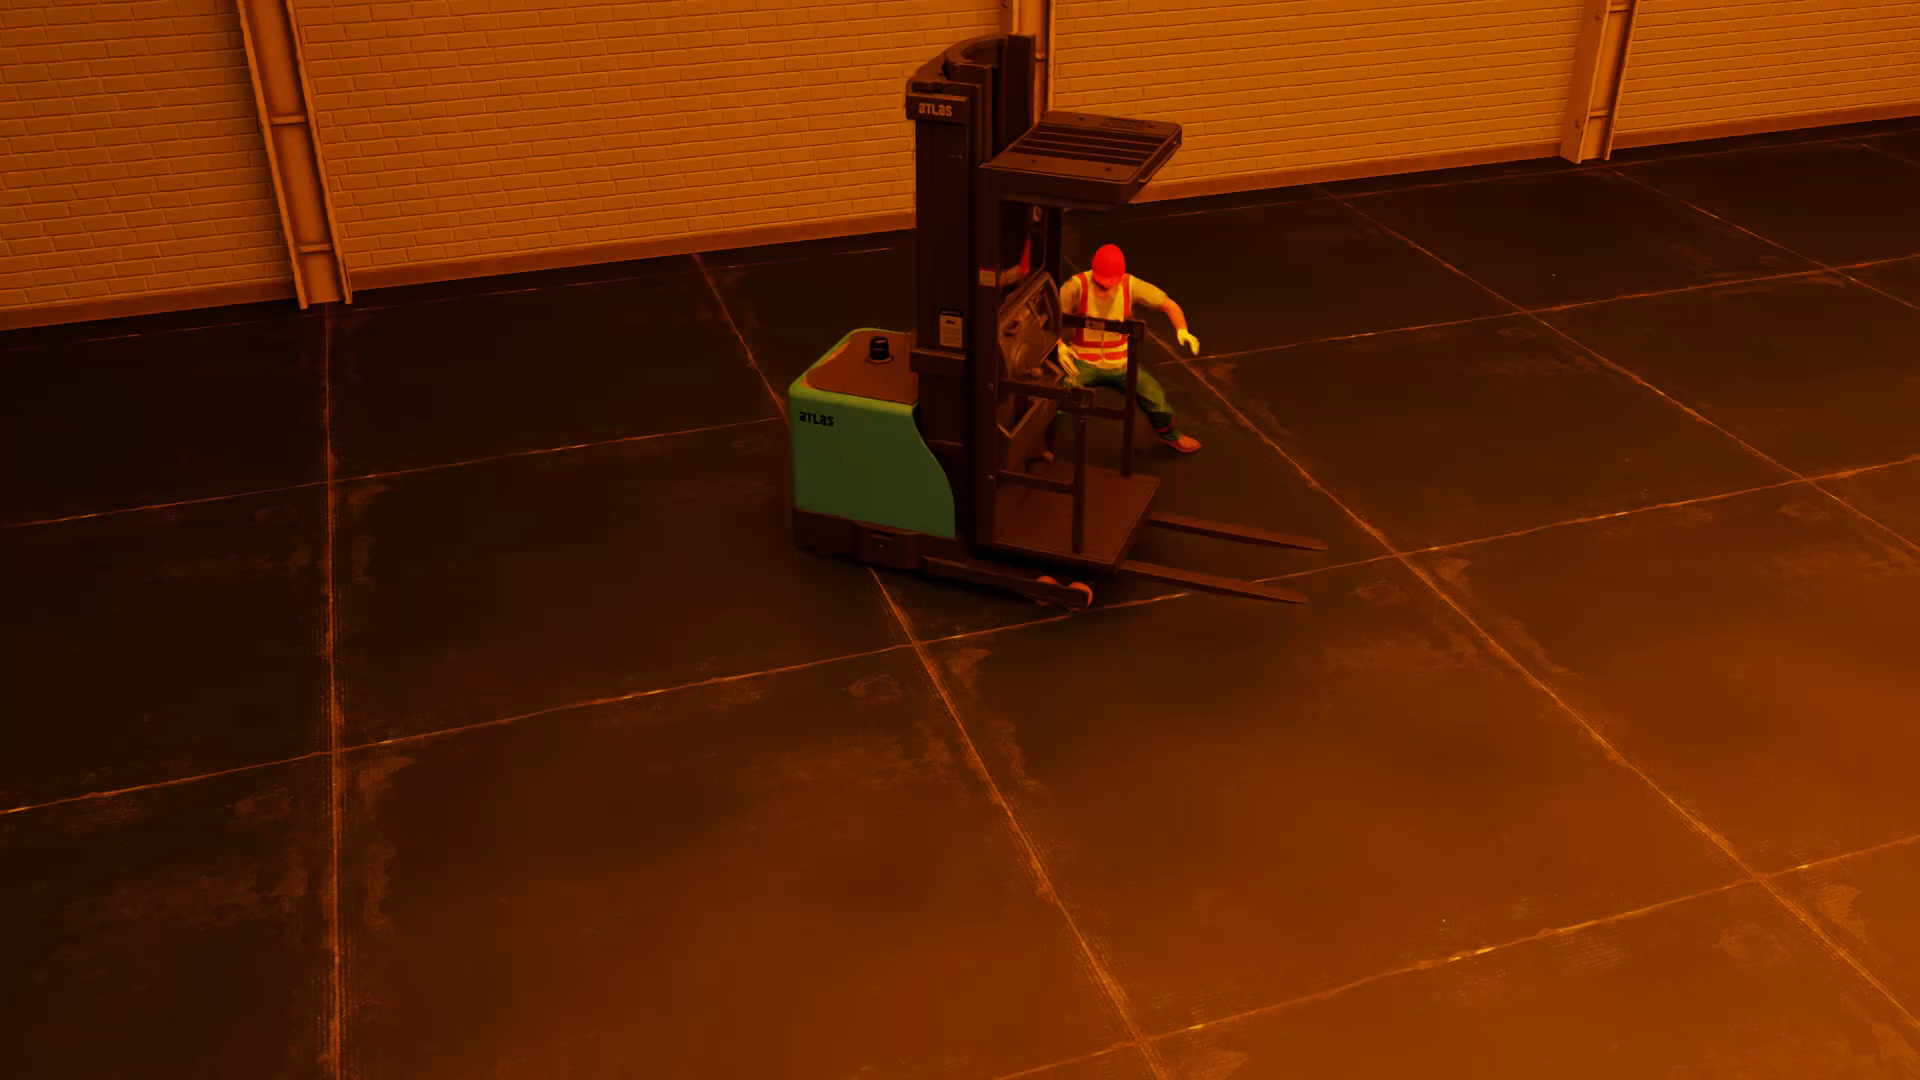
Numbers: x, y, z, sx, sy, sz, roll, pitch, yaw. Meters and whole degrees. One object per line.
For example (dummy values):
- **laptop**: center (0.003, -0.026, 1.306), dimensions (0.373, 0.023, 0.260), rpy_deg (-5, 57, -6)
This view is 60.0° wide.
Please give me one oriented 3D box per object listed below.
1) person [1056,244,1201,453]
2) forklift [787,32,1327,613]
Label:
- **person**: center (0.963, -1.088, 10.329), dimensions (1.313, 1.540, 0.846), rpy_deg (-3, 30, -5)
- **forklift**: center (0.574, -1.165, 9.111), dimensions (3.031, 2.935, 1.130), rpy_deg (11, 32, 18)
